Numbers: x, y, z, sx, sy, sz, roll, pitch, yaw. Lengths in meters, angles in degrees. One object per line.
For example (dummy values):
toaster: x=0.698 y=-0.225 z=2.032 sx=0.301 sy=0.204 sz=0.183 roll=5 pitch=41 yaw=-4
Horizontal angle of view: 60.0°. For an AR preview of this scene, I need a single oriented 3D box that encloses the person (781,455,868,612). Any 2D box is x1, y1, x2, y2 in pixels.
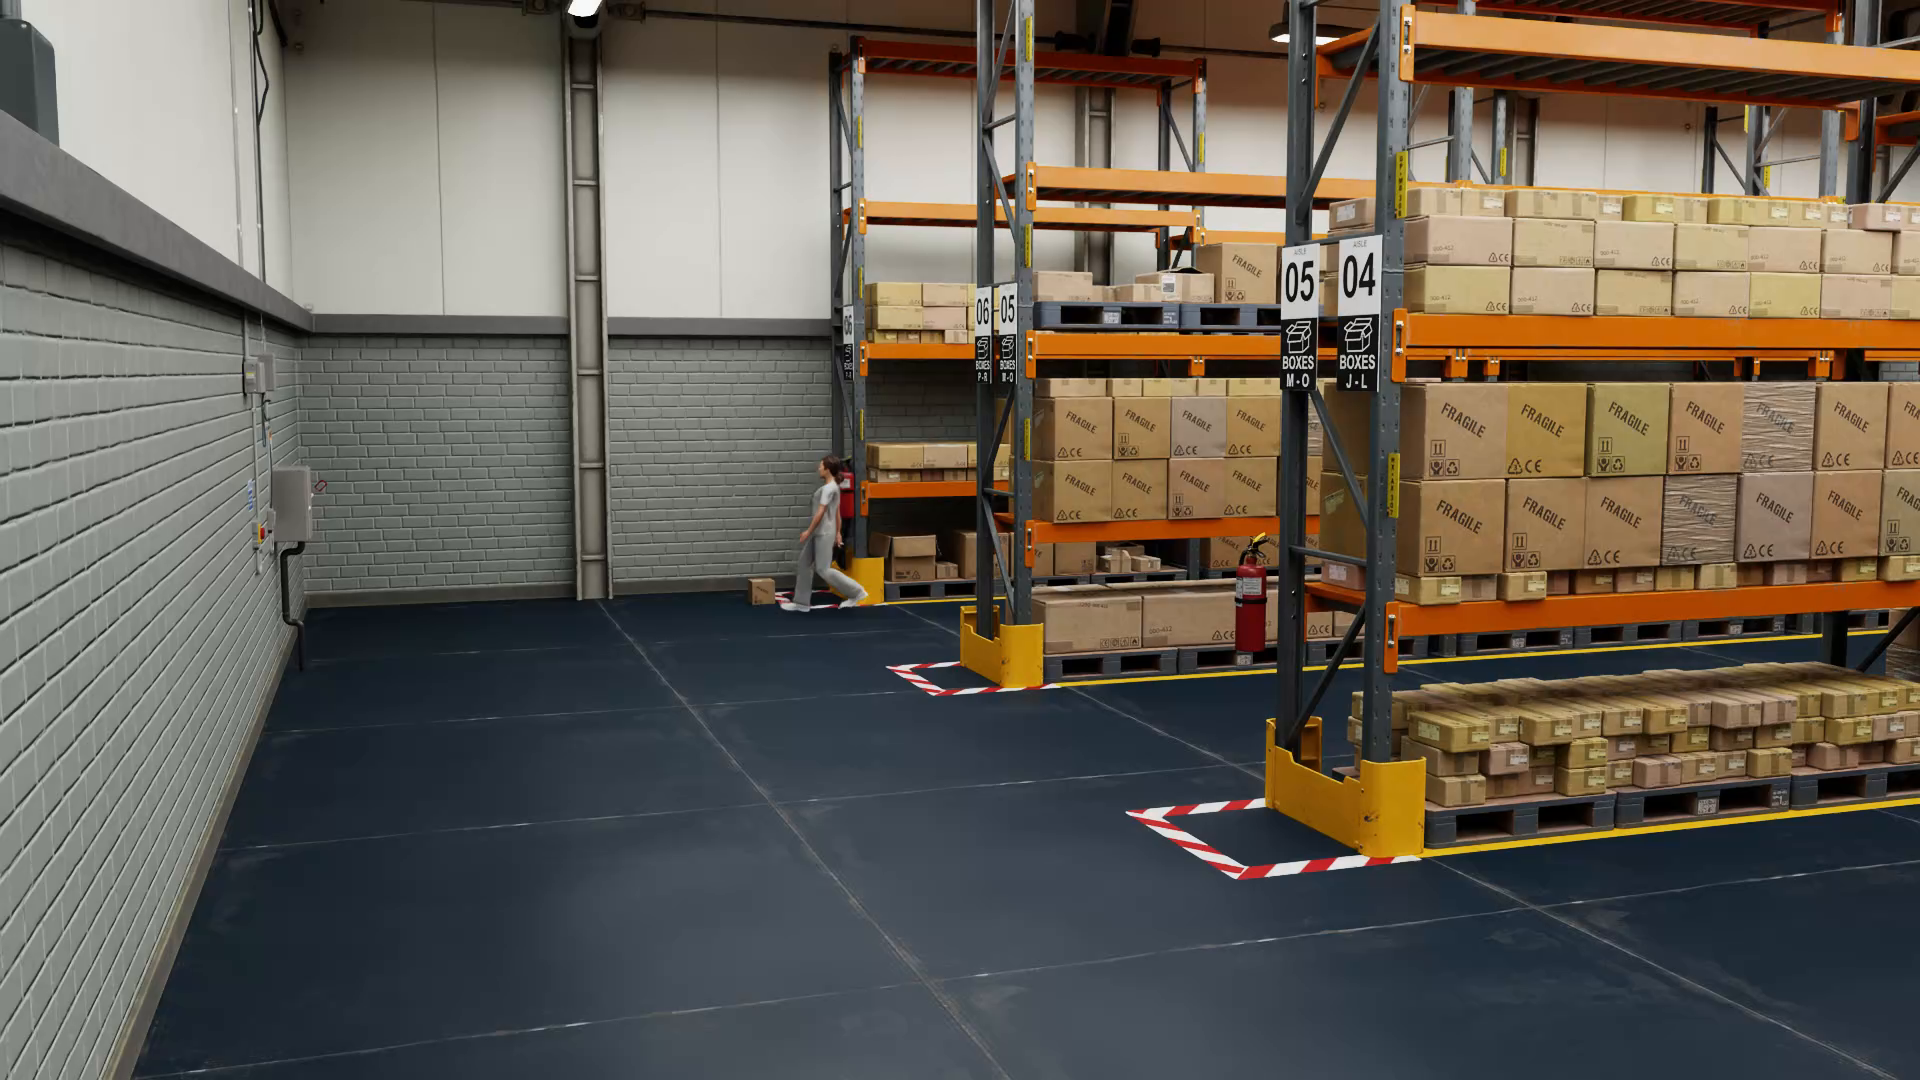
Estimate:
person: x=-1.400 y=-0.058 z=17.097 sx=0.922 sy=1.620 sz=0.454 roll=0 pitch=6 yaw=0
